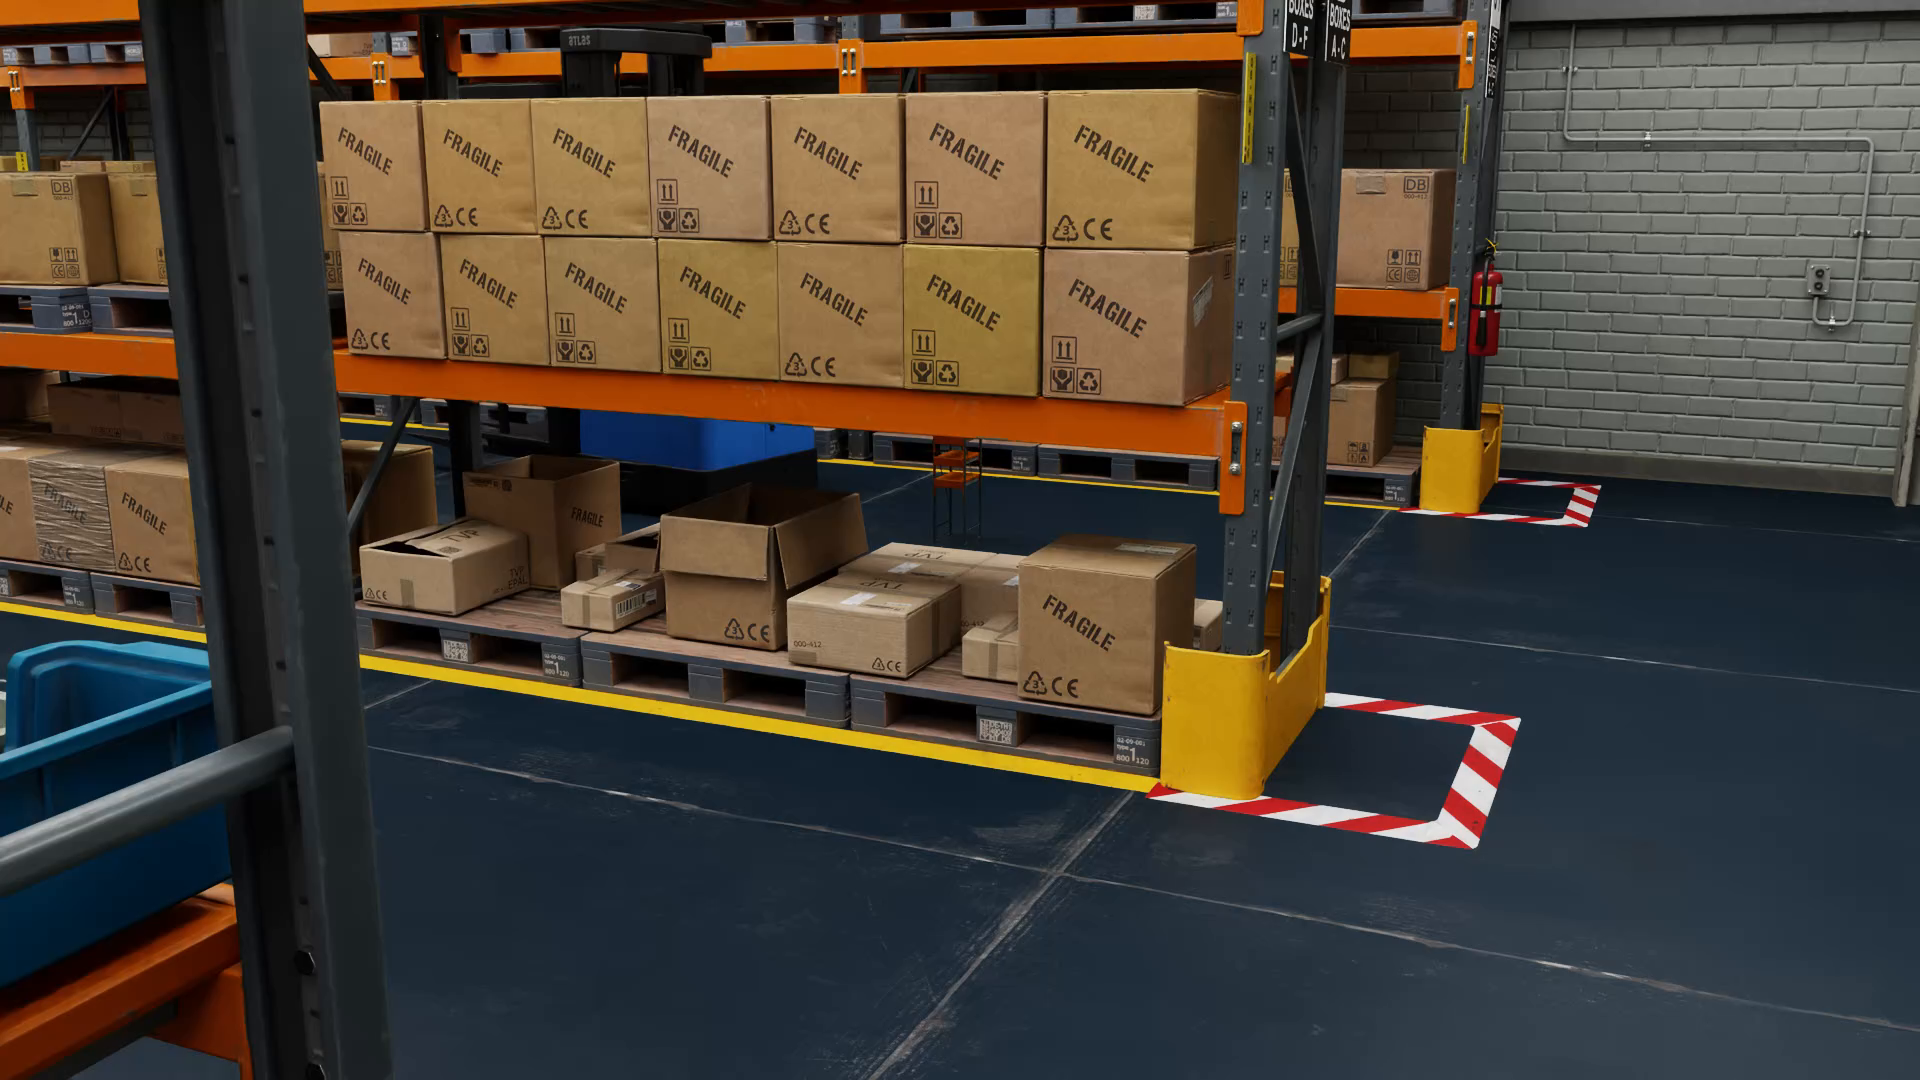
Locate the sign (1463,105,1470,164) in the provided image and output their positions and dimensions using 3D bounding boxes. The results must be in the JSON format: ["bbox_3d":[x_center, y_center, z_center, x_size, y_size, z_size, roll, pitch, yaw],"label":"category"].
[{"bbox_3d":[2.899,-2.319,9.517,0.005,0.325,0.100,6,14,23],"label":"sign"}]

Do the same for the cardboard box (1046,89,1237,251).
[{"bbox_3d":[0.610,-1.236,5.548,0.500,0.500,0.500,6,14,23],"label":"cardboard box"}]

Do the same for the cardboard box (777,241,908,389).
[{"bbox_3d":[-0.321,-0.845,6.069,0.500,0.500,0.500,6,14,24],"label":"cardboard box"}]

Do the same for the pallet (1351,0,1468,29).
[{"bbox_3d":[2.449,-3.235,10.105,1.213,0.211,1.003,6,14,23],"label":"pallet"}]

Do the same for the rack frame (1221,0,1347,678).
[{"bbox_3d":[1.129,-0.717,5.743,0.127,3.000,1.000,6,14,23],"label":"rack frame"}]

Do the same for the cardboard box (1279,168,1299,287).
[{"bbox_3d":[1.991,-2.008,10.589,0.700,0.700,0.980,6,14,23],"label":"cardboard box"}]

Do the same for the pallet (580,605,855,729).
[{"bbox_3d":[-0.782,0.447,6.888,1.213,0.211,1.003,6,14,23],"label":"pallet"}]

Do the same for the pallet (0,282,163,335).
[{"bbox_3d":[-4.406,-1.185,8.157,1.213,0.211,1.003,6,14,23],"label":"pallet"}]

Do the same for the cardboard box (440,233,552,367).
[{"bbox_3d":[-1.704,-0.985,6.667,0.500,0.500,0.500,6,15,24],"label":"cardboard box"}]

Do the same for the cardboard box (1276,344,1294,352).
[{"bbox_3d":[2.183,-1.176,10.832,0.250,0.149,0.380,6,14,23],"label":"cardboard box"}]

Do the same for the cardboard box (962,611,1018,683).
[{"bbox_3d":[0.198,0.393,6.252,0.250,0.166,0.380,6,14,23],"label":"cardboard box"}]

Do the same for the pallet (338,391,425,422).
[{"bbox_3d":[-4.897,-1.207,13.937,1.213,0.211,1.003,6,14,23],"label":"pallet"}]

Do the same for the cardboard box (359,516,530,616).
[{"bbox_3d":[-2.233,0.092,7.219,0.500,0.311,0.500,6,14,23],"label":"cardboard box"}]

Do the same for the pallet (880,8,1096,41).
[{"bbox_3d":[0.218,-3.461,11.067,1.213,0.211,1.003,6,14,23],"label":"pallet"}]

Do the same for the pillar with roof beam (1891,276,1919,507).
[{"bbox_3d":[4.207,-3.704,5.342,0.400,9.000,9.100,6,14,23],"label":"pillar with roof beam"}]

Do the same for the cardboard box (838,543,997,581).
[{"bbox_3d":[-0.168,0.206,6.868,0.500,0.250,0.500,6,14,23],"label":"cardboard box"}]

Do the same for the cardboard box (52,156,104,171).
[{"bbox_3d":[-8.185,-3.251,15.187,0.500,0.500,0.500,5,14,22],"label":"cardboard box"}]

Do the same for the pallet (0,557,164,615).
[{"bbox_3d":[-4.407,0.091,8.406,1.213,0.211,1.003,6,14,23],"label":"pallet"}]

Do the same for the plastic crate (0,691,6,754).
[{"bbox_3d":[-1.233,0.278,1.950,0.298,0.136,0.250,6,14,23],"label":"plastic crate"}]

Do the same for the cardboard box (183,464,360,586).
[{"bbox_3d":[-3.096,-0.070,7.495,0.500,0.500,0.500,6,14,23],"label":"cardboard box"}]

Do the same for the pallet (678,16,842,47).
[{"bbox_3d":[-1.384,-3.564,11.728,1.217,0.209,0.805,5,14,21],"label":"pallet"}]

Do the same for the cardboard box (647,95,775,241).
[{"bbox_3d":[-0.798,-1.377,6.150,0.500,0.500,0.500,6,15,25],"label":"cardboard box"}]

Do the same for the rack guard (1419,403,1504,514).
[{"bbox_3d":[3.153,-0.533,10.430,0.348,0.500,1.175,6,14,23],"label":"rack guard"}]

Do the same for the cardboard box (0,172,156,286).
[{"bbox_3d":[-4.169,-1.491,7.903,0.500,0.500,0.700,2,13,9],"label":"cardboard box"}]

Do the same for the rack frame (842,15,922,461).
[{"bbox_3d":[-0.526,-2.122,11.731,0.127,3.000,1.000,6,14,23],"label":"rack frame"}]

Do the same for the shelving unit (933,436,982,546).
[{"bbox_3d":[-0.013,-0.585,9.123,0.189,1.200,0.258,6,14,23],"label":"shelving unit"}]

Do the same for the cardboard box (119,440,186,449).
[{"bbox_3d":[-3.818,-0.275,8.368,0.500,0.500,0.500,6,14,24],"label":"cardboard box"}]

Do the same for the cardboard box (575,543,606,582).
[{"bbox_3d":[-1.526,0.103,7.529,0.250,0.149,0.380,6,14,23],"label":"cardboard box"}]

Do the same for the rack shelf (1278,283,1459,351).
[{"bbox_3d":[1.303,-1.587,11.025,4.000,0.370,1.077,6,14,23],"label":"rack shelf"}]

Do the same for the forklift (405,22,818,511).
[{"bbox_3d":[-2.384,-1.806,10.537,3.031,2.935,1.130,9,16,34],"label":"forklift"}]

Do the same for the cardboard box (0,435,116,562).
[{"bbox_3d":[-4.469,-0.210,8.094,0.500,0.500,0.500,5,14,21],"label":"cardboard box"}]

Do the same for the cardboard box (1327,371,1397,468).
[{"bbox_3d":[2.451,-0.783,10.579,0.500,0.500,0.700,6,14,23],"label":"cardboard box"}]

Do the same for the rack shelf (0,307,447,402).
[{"bbox_3d":[-4.357,-0.922,8.191,4.000,0.370,1.077,6,14,23],"label":"rack shelf"}]

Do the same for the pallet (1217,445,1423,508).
[{"bbox_3d":[2.369,-0.452,10.718,1.213,0.211,1.003,6,14,23],"label":"pallet"}]

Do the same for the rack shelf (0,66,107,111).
[{"bbox_3d":[-9.669,-4.157,15.414,4.000,0.370,1.077,6,14,23],"label":"rack shelf"}]

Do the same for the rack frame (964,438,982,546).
[{"bbox_3d":[0.070,-0.577,9.087,0.006,1.200,0.240,6,14,23],"label":"rack frame"}]

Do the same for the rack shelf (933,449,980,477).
[{"bbox_3d":[-0.013,-0.425,9.161,0.180,0.103,0.258,6,14,23],"label":"rack shelf"}]

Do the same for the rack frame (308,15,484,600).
[{"bbox_3d":[-2.529,-1.087,7.321,0.127,3.000,1.000,6,14,23],"label":"rack frame"}]

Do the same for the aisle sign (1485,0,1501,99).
[{"bbox_3d":[3.076,-2.948,9.562,0.004,0.787,0.394,6,14,23],"label":"aisle sign"}]

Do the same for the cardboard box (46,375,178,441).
[{"bbox_3d":[-4.245,-0.684,8.470,0.500,0.250,0.500,5,14,22],"label":"cardboard box"}]

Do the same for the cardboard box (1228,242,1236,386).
[{"bbox_3d":[0.830,-0.862,6.142,0.500,0.500,0.500,6,15,24],"label":"cardboard box"}]

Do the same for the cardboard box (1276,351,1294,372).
[{"bbox_3d":[2.026,-1.096,10.493,0.250,0.149,0.380,6,15,25],"label":"cardboard box"}]

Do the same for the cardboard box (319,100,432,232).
[{"bbox_3d":[-2.212,-1.520,6.759,0.500,0.500,0.500,6,15,25],"label":"cardboard box"}]
